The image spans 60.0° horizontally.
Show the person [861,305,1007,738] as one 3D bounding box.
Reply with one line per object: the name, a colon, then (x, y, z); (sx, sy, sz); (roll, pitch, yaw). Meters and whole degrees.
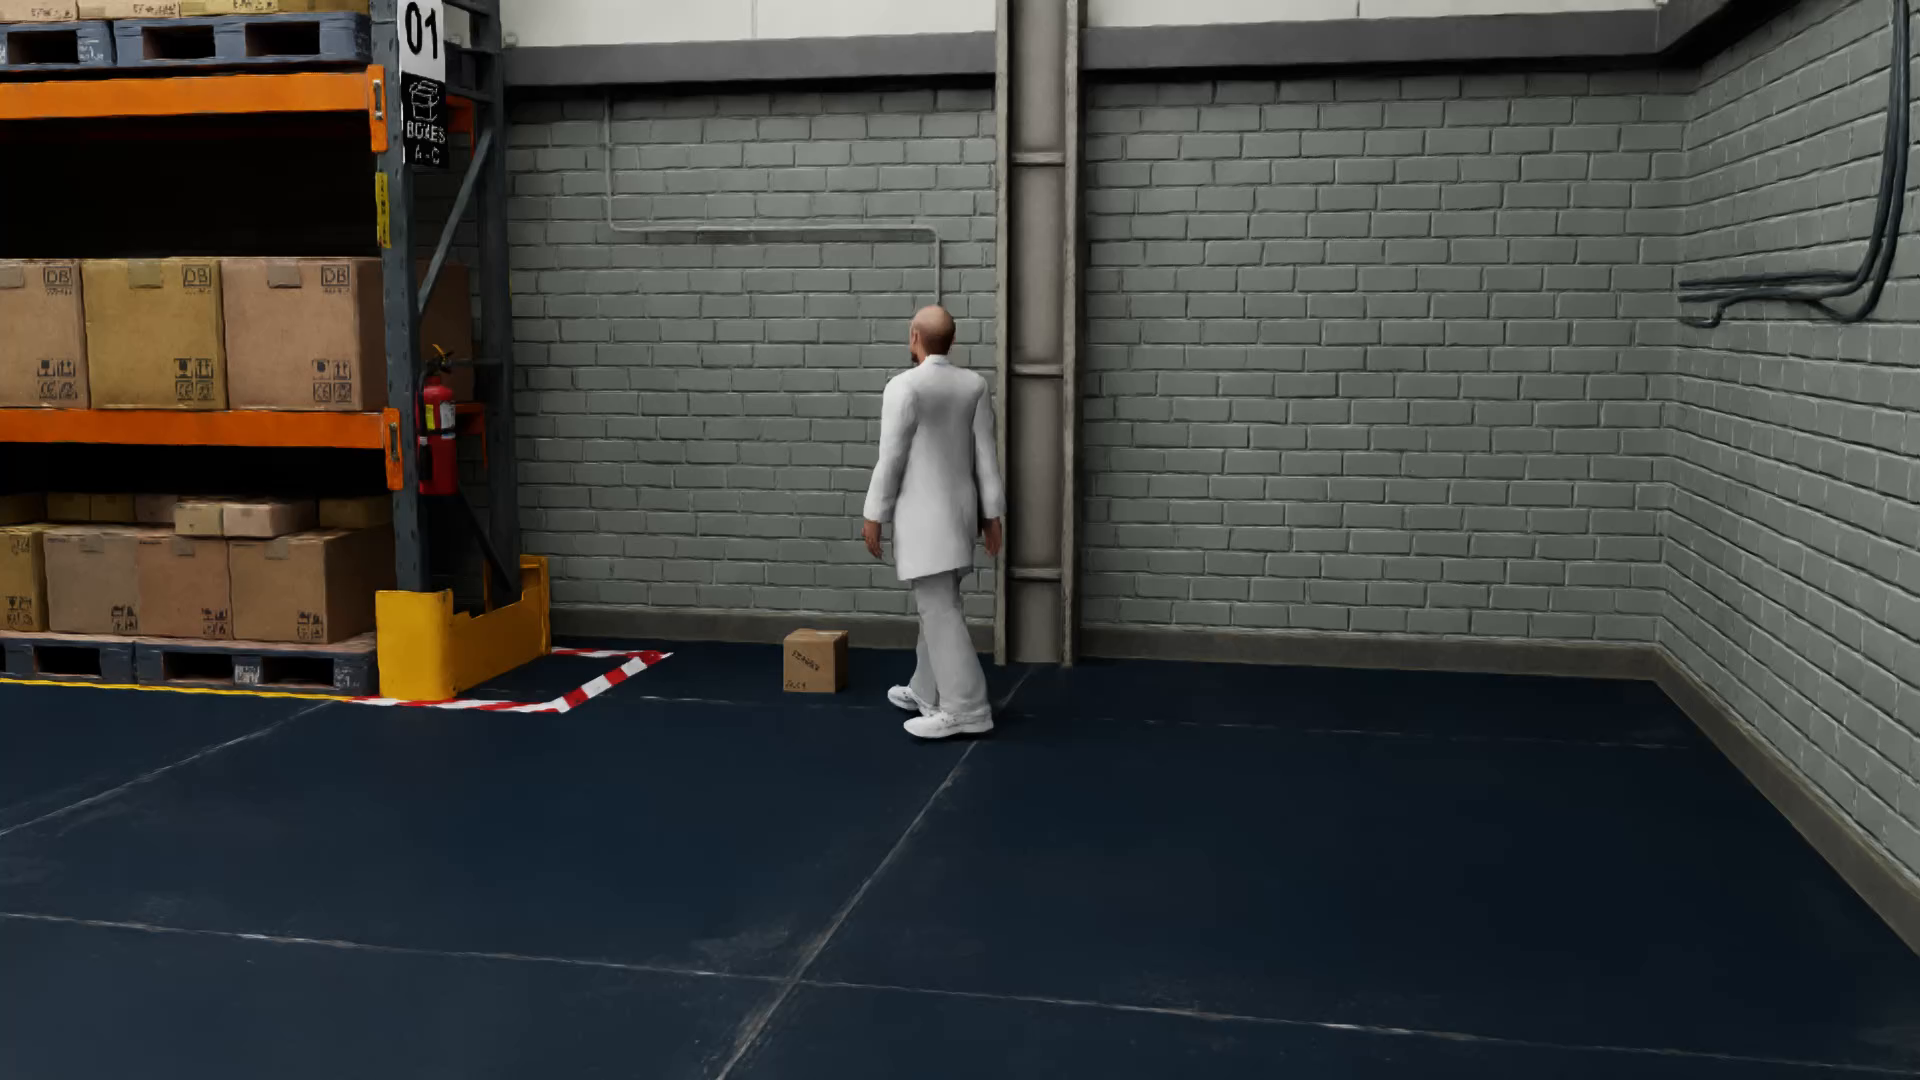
person: (-0.154, -0.091, 6.970); (0.725, 1.770, 0.596); (6, 10, 39)
